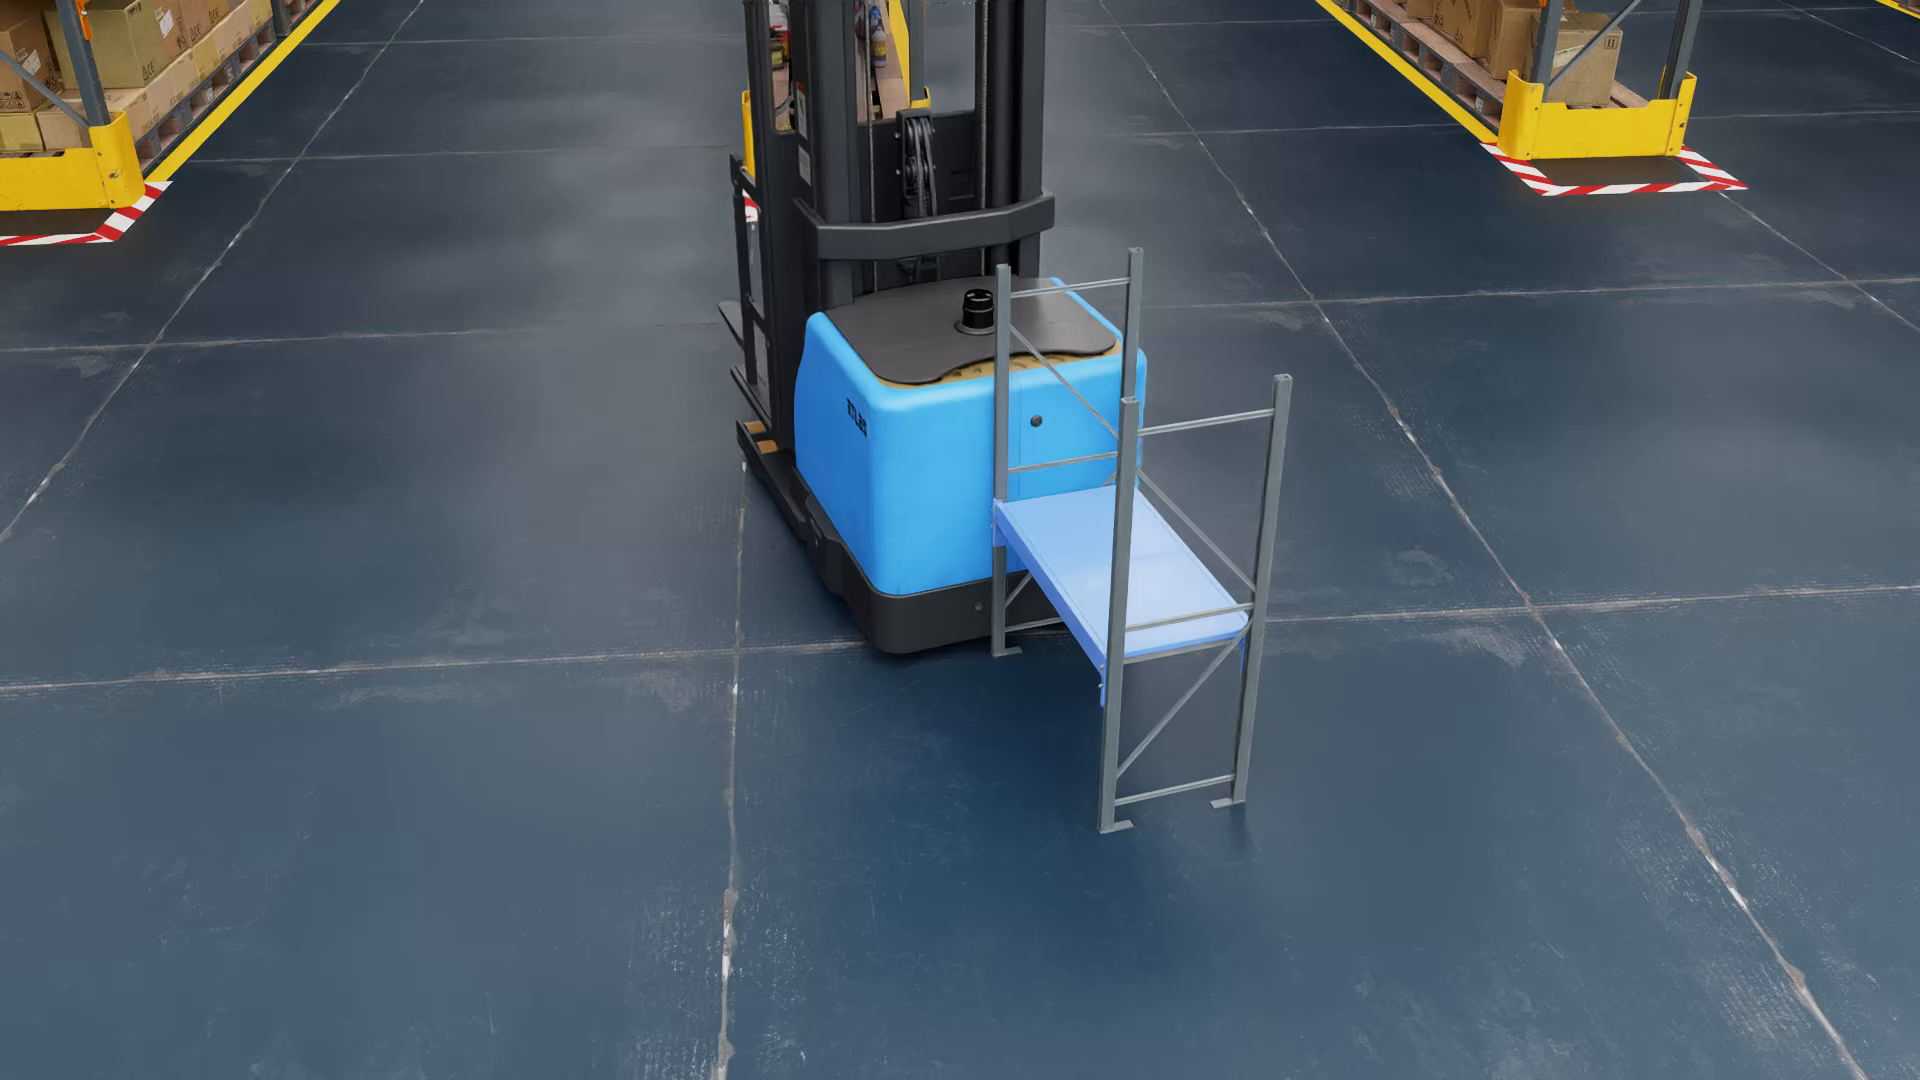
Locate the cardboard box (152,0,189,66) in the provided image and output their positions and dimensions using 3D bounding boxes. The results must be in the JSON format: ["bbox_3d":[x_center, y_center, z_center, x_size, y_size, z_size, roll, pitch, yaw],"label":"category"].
[{"bbox_3d":[-5.595,-3.503,11.231,0.500,0.500,0.500,-3,31,-5],"label":"cardboard box"}]

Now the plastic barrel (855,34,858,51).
[{"bbox_3d":[-0.911,-3.323,11.405,0.421,0.512,0.421,0,31,0],"label":"plastic barrel"}]

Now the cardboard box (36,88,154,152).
[{"bbox_3d":[-5.487,-2.672,10.569,0.500,0.250,0.500,-3,31,-5],"label":"cardboard box"}]

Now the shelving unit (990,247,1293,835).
[{"bbox_3d":[0.514,-0.016,5.314,0.538,1.500,1.048,-10,32,-16],"label":"shelving unit"}]

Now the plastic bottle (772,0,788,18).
[{"bbox_3d":[-1.363,-3.876,12.468,0.144,0.351,0.185,-2,31,-3],"label":"plastic bottle"}]

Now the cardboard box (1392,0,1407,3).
[{"bbox_3d":[3.828,-4.803,13.894,0.500,0.500,0.500,-4,31,-6],"label":"cardboard box"}]

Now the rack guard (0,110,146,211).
[{"bbox_3d":[-5.656,-2.302,10.116,1.175,0.500,0.348,-3,31,-5],"label":"rack guard"}]

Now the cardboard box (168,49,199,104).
[{"bbox_3d":[-5.584,-3.182,11.424,0.500,0.250,0.500,-3,31,-5],"label":"cardboard box"}]

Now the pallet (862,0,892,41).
[{"bbox_3d":[-1.079,-4.123,13.447,1.003,0.211,1.213,-3,31,-5],"label":"pallet"}]

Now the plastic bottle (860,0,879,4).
[{"bbox_3d":[-0.705,-4.139,12.908,0.144,0.351,0.185,-3,31,-5],"label":"plastic bottle"}]

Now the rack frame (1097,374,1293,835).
[{"bbox_3d":[0.673,0.232,4.900,0.500,1.500,0.032,-10,32,-16],"label":"rack frame"}]

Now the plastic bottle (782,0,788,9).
[{"bbox_3d":[-1.369,-4.081,12.888,0.097,0.271,0.097,0,31,0],"label":"plastic bottle"}]

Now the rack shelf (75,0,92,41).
[{"bbox_3d":[-5.846,-4.100,11.390,1.077,0.370,4.000,-3,31,-5],"label":"rack shelf"}]

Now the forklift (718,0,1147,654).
[{"bbox_3d":[-0.341,-1.595,6.562,1.130,2.935,3.031,-11,33,-18],"label":"forklift"}]

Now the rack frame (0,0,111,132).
[{"bbox_3d":[-5.659,-3.387,9.496,1.000,3.000,0.127,-3,31,-5],"label":"rack frame"}]

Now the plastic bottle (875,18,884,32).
[{"bbox_3d":[-0.589,-3.702,12.243,0.061,0.283,0.133,-2,31,-4],"label":"plastic bottle"}]

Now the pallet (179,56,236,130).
[{"bbox_3d":[-5.883,-3.200,11.901,1.003,0.211,1.213,-3,31,-5],"label":"pallet"}]

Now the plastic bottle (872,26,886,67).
[{"bbox_3d":[-0.586,-3.581,12.051,0.097,0.271,0.097,0,31,0],"label":"plastic bottle"}]

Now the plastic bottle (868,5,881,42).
[{"bbox_3d":[-0.646,-3.910,12.603,0.097,0.271,0.097,0,31,0],"label":"plastic bottle"}]

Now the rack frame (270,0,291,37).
[{"bbox_3d":[-6.032,-5.429,12.915,1.000,3.000,0.127,-3,31,-5],"label":"rack frame"}]

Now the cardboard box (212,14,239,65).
[{"bbox_3d":[-5.673,-3.693,12.279,0.500,0.250,0.500,-3,31,-5],"label":"cardboard box"}]

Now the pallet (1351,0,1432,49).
[{"bbox_3d":[3.929,-4.364,13.850,1.003,0.211,1.213,-3,31,-5],"label":"pallet"}]

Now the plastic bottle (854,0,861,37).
[{"bbox_3d":[-0.800,-4.021,12.777,0.061,0.283,0.133,-3,31,-5],"label":"plastic bottle"}]

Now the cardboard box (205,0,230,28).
[{"bbox_3d":[-5.686,-4.014,12.086,0.500,0.500,0.500,-3,31,-5],"label":"cardboard box"}]

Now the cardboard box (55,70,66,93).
[{"bbox_3d":[-6.062,-2.901,10.954,0.500,0.250,0.500,-3,31,-5],"label":"cardboard box"}]

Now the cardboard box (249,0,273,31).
[{"bbox_3d":[-5.772,-4.203,13.133,0.500,0.250,0.500,-3,31,-5],"label":"cardboard box"}]

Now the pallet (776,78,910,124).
[{"bbox_3d":[-0.851,-2.877,11.361,1.003,0.211,1.213,-3,31,-5],"label":"pallet"}]

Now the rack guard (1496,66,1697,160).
[{"bbox_3d":[4.198,-2.826,10.993,1.175,0.500,0.348,-3,31,-5],"label":"rack guard"}]

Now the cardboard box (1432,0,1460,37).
[{"bbox_3d":[4.026,-4.198,12.881,0.500,0.500,0.500,-5,31,-9],"label":"cardboard box"}]

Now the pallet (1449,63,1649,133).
[{"bbox_3d":[4.157,-3.118,11.764,1.003,0.211,1.213,-3,31,-5],"label":"pallet"}]

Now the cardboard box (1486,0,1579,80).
[{"bbox_3d":[4.073,-3.590,11.864,0.500,0.500,0.500,5,31,8],"label":"cardboard box"}]

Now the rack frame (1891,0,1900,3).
[{"bbox_3d":[8.779,-6.088,14.018,1.000,3.000,0.127,-3,31,-5],"label":"rack frame"}]

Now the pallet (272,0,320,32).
[{"bbox_3d":[-6.140,-4.607,14.256,1.003,0.211,1.213,-3,31,-5],"label":"pallet"}]

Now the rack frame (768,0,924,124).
[{"bbox_3d":[-0.727,-3.623,9.890,1.000,3.000,0.127,-3,31,-5],"label":"rack frame"}]

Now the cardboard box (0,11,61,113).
[{"bbox_3d":[-6.005,-2.969,10.335,0.500,0.500,0.500,-3,31,-5],"label":"cardboard box"}]

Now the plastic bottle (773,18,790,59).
[{"bbox_3d":[-1.331,-3.689,12.228,0.152,0.276,0.135,-3,31,-4],"label":"plastic bottle"}]

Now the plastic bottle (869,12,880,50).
[{"bbox_3d":[-0.627,-3.807,12.430,0.097,0.271,0.097,0,31,0],"label":"plastic bottle"}]

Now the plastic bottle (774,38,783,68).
[{"bbox_3d":[-1.335,-3.527,12.029,0.097,0.201,0.097,0,31,0],"label":"plastic bottle"}]

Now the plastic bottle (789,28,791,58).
[{"bbox_3d":[-1.225,-3.697,12.235,0.061,0.283,0.133,-3,31,-5],"label":"plastic bottle"}]
